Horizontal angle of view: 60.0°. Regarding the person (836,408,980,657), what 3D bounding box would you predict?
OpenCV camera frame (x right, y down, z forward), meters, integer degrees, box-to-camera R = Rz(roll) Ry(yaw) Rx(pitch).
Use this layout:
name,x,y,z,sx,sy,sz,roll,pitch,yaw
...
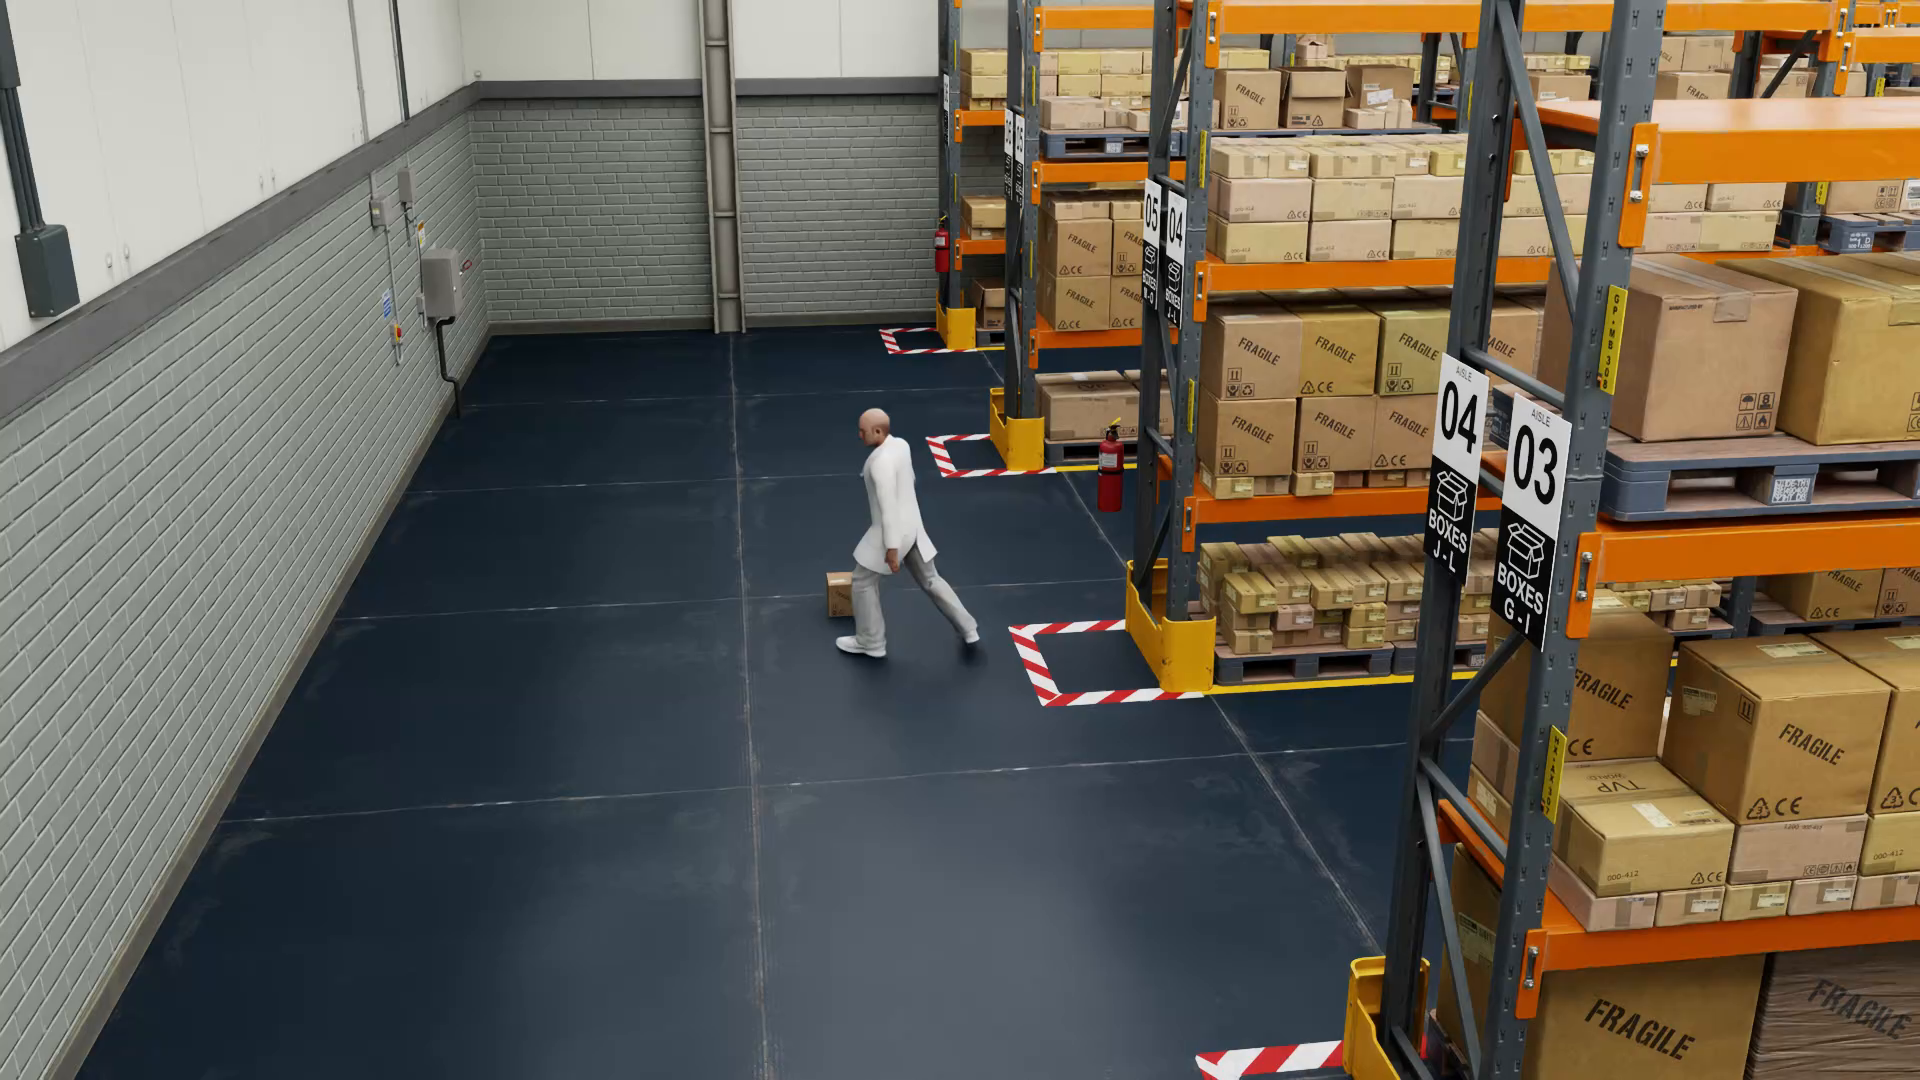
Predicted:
name,x,y,z,sx,sy,sz,roll,pitch,yaw
person,-0.337,-0.052,11.297,0.968,1.715,0.666,9,21,23
